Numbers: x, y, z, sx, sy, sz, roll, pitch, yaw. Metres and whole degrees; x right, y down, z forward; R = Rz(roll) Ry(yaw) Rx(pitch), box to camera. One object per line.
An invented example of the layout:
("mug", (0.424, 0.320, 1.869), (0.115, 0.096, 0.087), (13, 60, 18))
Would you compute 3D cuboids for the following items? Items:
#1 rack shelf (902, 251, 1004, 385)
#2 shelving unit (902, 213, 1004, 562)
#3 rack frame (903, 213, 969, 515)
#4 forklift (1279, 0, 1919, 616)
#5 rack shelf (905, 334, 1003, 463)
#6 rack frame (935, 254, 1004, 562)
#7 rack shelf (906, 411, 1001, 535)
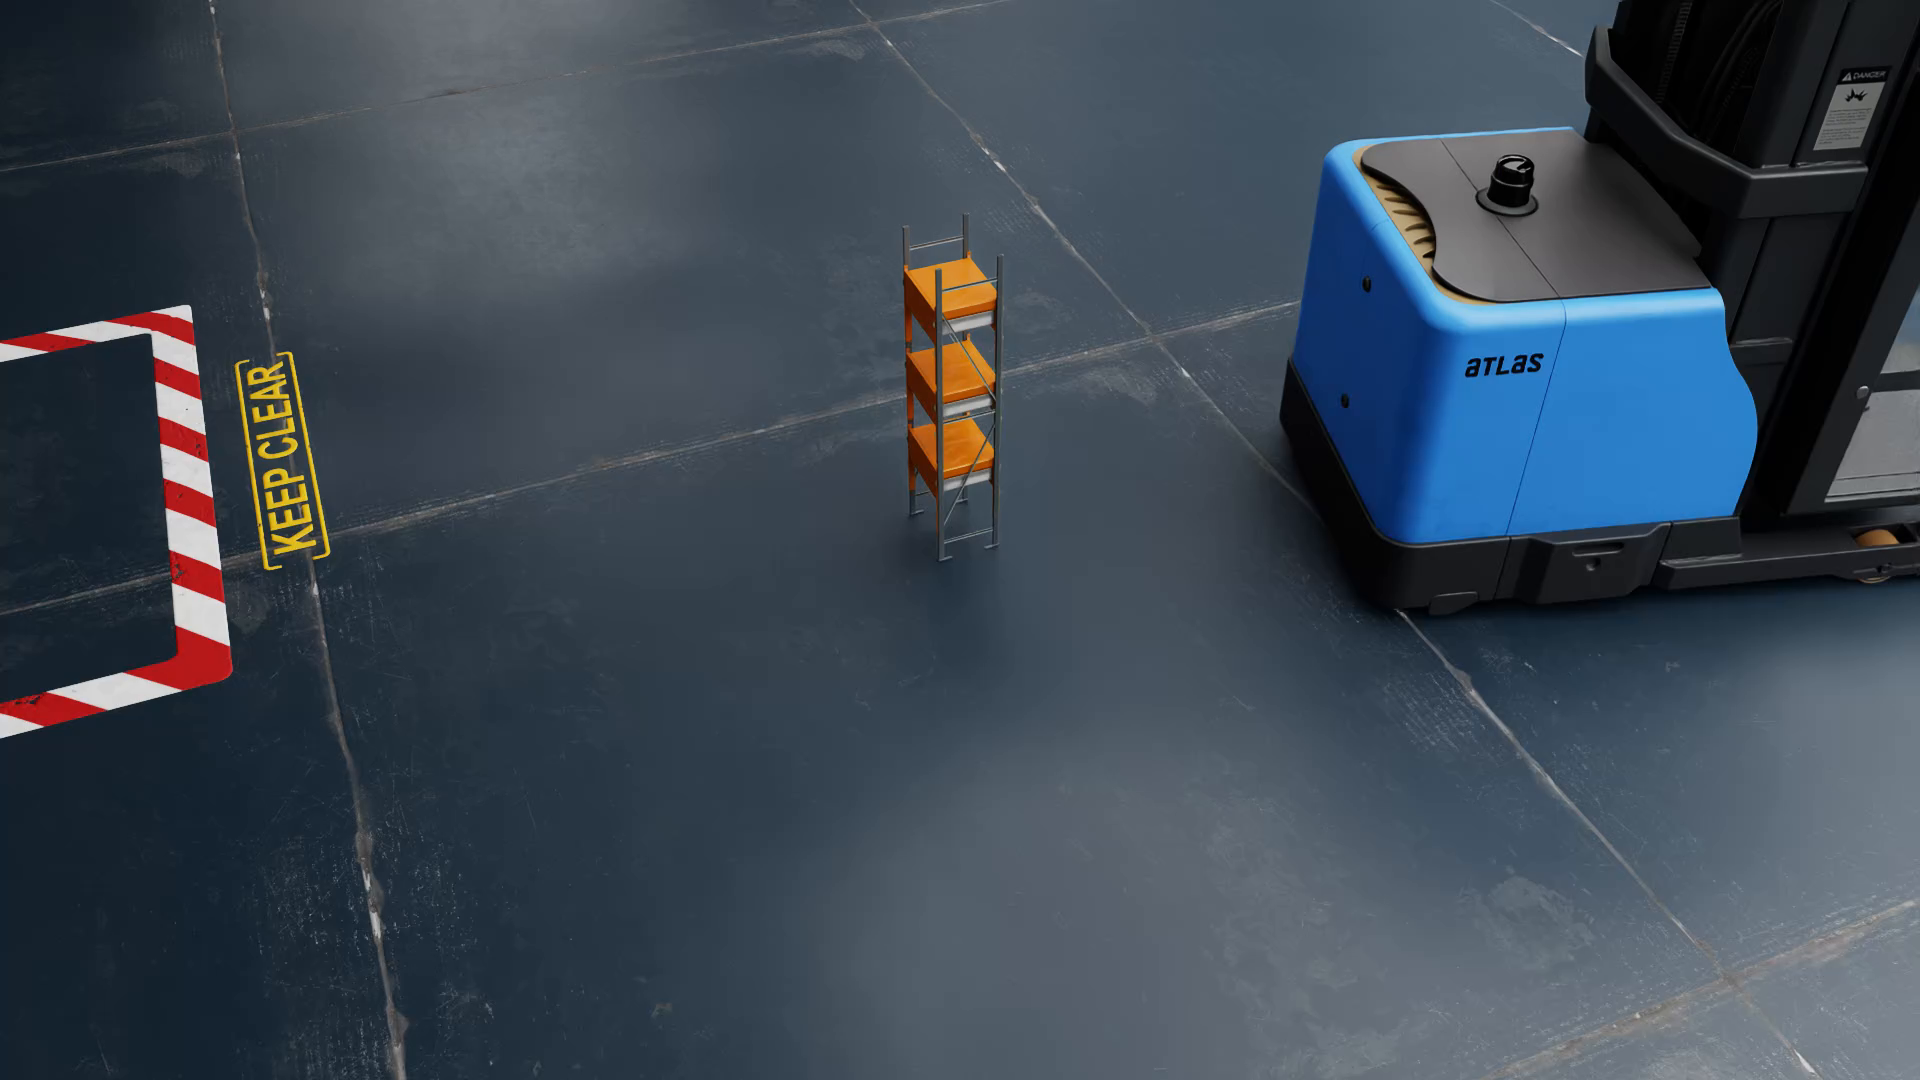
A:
("rack shelf", (-0.020, -0.637, 4.767), (0.215, 0.259, 0.240), (-15, 43, -17))
("shelving unit", (-0.020, -0.430, 4.945), (0.215, 1.050, 0.252), (-15, 43, -17))
("rack frame", (-0.067, -0.504, 5.031), (0.200, 1.050, 0.008), (-15, 43, -17))
("forklift", (2.637, -1.317, 4.533), (3.031, 2.935, 1.130), (-5, 41, -6))
("rack shelf", (-0.020, -0.422, 4.952), (0.215, 0.259, 0.240), (-15, 43, -17))
("rack frame", (0.026, -0.357, 4.860), (0.200, 1.050, 0.008), (-15, 43, -17))
("rack shelf", (-0.020, -0.212, 5.133), (0.215, 0.259, 0.240), (-15, 43, -17))
